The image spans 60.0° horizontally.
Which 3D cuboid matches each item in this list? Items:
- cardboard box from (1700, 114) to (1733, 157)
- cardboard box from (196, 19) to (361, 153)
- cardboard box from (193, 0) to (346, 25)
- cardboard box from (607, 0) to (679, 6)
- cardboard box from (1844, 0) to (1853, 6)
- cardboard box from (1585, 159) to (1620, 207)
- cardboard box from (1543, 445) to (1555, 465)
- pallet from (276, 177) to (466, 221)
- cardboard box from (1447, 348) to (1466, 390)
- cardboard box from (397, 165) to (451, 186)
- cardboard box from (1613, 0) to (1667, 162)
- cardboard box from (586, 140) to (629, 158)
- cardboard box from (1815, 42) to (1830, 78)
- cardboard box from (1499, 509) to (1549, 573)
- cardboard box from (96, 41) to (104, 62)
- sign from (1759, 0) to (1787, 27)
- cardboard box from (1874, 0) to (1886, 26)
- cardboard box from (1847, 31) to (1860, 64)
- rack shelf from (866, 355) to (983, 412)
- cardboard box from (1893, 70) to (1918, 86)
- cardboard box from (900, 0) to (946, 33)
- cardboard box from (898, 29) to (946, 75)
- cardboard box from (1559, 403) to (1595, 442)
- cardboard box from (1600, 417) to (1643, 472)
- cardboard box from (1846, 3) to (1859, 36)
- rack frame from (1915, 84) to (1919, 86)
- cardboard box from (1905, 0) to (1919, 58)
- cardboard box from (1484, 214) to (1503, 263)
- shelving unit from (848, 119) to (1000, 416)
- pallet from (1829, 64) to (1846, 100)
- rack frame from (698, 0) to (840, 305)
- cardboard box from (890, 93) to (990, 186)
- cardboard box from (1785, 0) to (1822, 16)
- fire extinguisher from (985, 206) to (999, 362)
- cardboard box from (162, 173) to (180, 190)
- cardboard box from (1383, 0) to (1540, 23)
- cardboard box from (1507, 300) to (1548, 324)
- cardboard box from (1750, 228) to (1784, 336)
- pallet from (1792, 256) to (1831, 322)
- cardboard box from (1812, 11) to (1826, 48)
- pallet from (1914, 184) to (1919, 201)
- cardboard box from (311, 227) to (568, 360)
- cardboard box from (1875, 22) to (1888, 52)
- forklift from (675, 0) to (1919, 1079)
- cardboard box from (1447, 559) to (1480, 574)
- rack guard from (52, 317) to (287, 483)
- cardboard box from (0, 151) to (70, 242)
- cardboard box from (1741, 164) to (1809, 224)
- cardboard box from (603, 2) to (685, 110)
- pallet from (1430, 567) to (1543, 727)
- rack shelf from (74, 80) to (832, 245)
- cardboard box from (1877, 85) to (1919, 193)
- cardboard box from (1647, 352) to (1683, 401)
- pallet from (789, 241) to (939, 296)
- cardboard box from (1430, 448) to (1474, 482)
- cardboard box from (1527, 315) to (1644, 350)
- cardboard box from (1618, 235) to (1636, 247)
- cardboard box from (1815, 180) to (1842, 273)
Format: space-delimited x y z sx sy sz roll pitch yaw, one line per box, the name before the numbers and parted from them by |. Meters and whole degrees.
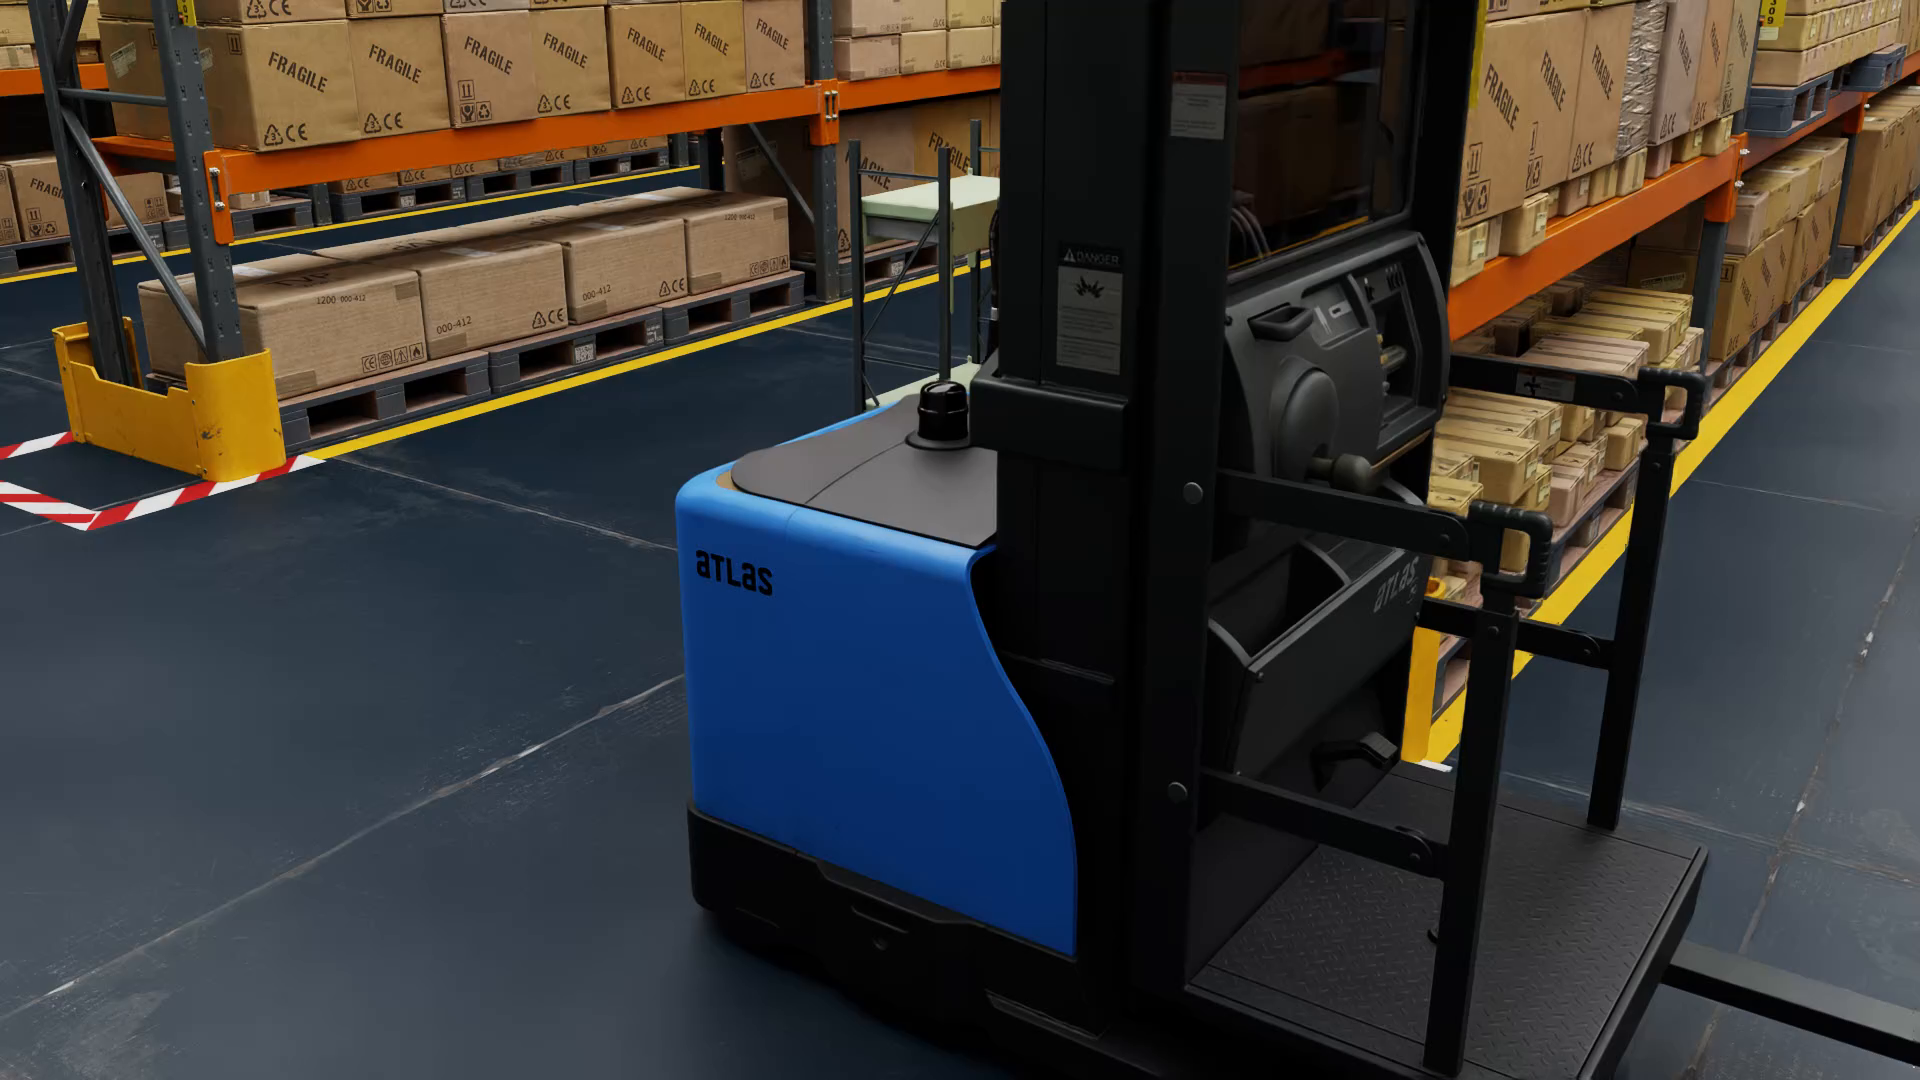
cardboard box | 2.944 -1.677 6.837 0.380 0.149 0.250 13 24 30
cardboard box | -2.926 -1.935 7.028 0.500 0.500 0.500 13 24 31
cardboard box | -2.928 -2.404 6.855 0.500 0.500 0.500 13 24 31
cardboard box | -1.792 -2.989 8.435 0.500 0.500 0.500 14 24 33
cardboard box | 4.151 -2.698 8.134 0.380 0.149 0.250 13 24 31
cardboard box | 2.005 -1.239 5.652 0.380 0.149 0.250 14 25 34
cardboard box | 1.912 -0.357 5.983 0.380 0.149 0.250 15 25 35
pallet | -4.866 -2.854 13.676 1.003 0.211 1.213 13 24 32
cardboard box | 1.701 -0.655 6.357 0.380 0.149 0.250 13 24 32
cardboard box | -4.543 -3.195 13.577 0.500 0.500 0.500 13 24 31
cardboard box | 2.045 -1.575 5.627 0.500 0.500 0.500 13 24 30
cardboard box | -3.394 -3.788 15.180 0.500 0.500 0.500 13 24 31
cardboard box | 3.862 -2.272 7.839 0.380 0.149 0.250 13 24 32
cardboard box | 1.724 -0.033 5.535 0.380 0.149 0.250 14 24 32
cardboard box | -5.807 -3.355 11.374 0.380 0.149 0.250 13 24 31
sign | 3.419 -2.320 6.965 0.100 0.325 0.005 13 24 32
cardboard box | 4.878 -2.929 9.187 0.380 0.149 0.250 13 24 32
cardboard box | 4.441 -2.567 8.639 0.380 0.149 0.250 12 23 29
rack shelf | 0.004 -0.400 6.123 0.431 0.370 0.720 13 24 32
cardboard box | 7.874 -3.680 14.348 0.875 0.875 0.875 14 24 33
cardboard box | -0.435 -3.344 10.478 0.500 0.250 0.500 14 24 33
cardboard box | -0.430 -3.107 10.557 0.500 0.250 0.500 13 24 31
cardboard box | 2.016 -0.474 5.870 0.380 0.149 0.250 14 24 33
cardboard box | 2.445 -0.401 6.530 0.380 0.149 0.250 13 24 32
cardboard box | 4.301 -2.637 8.398 0.380 0.149 0.250 13 24 31
rack frame | 7.463 -4.313 13.601 1.000 3.000 0.127 13 24 32
cardboard box | 6.539 -3.722 11.859 0.500 0.500 0.500 13 24 31
cardboard box | 1.279 -0.862 4.634 0.380 0.149 0.250 14 25 34
shelving unit | 0.004 -0.705 6.010 0.431 1.500 0.755 13 24 32
pallet | 4.135 -2.499 8.974 1.003 0.211 1.213 13 24 32
rack frame | -1.185 -2.954 9.927 1.000 3.000 0.127 13 24 32
cardboard box | -0.401 -2.608 11.450 0.875 0.875 0.875 14 25 33
cardboard box | 3.567 -2.399 7.326 0.380 0.149 0.250 15 25 35
fire extinguisher | 0.194 -0.676 4.419 0.296 0.674 0.183 13 24 32
cardboard box | -5.859 -2.713 12.547 0.500 0.311 0.500 14 25 34
cardboard box | 1.189 -1.602 4.259 0.500 0.500 0.500 13 24 31
cardboard box | 2.295 -0.948 7.151 0.380 0.149 0.250 13 24 31
cardboard box | 3.896 -1.354 8.601 0.500 0.500 0.500 15 25 34
pallet | 4.774 -1.633 10.377 1.003 0.211 1.213 13 24 32
cardboard box | 3.711 -2.334 7.580 0.380 0.149 0.250 13 24 31
pallet | 7.955 -3.208 14.633 1.003 0.211 1.213 13 24 32
cardboard box | -2.638 -1.275 8.475 0.875 0.438 0.875 14 25 33
cardboard box | 5.032 -2.868 9.452 0.380 0.149 0.250 14 24 33
forklift | 0.880 -0.336 2.950 3.031 2.935 1.130 14 24 32
cardboard box | 1.424 -0.037 5.117 0.380 0.149 0.250 13 24 32
rack guard | -3.447 -0.627 7.239 1.175 0.500 0.348 13 24 32
cardboard box | -6.226 -2.325 11.223 0.500 0.500 0.500 14 24 33
cardboard box | 4.187 -1.853 8.868 0.500 0.250 0.500 14 25 34
cardboard box | -1.790 -2.522 8.615 0.500 0.500 0.500 13 24 31
pallet | 1.246 0.190 5.447 1.003 0.211 1.213 13 24 32
rack shelf | -2.309 -2.043 8.500 1.077 0.370 4.000 13 24 32
cardboard box | 7.188 -3.259 13.389 1.050 0.750 0.750 13 24 32
cardboard box | 2.774 -0.704 6.920 0.380 0.149 0.250 12 24 30
pallet | -0.814 -1.882 11.049 1.003 0.211 1.213 13 24 32
cardboard box | 1.348 -0.195 5.116 0.380 0.149 0.250 14 24 33
cardboard box | 2.526 -0.790 6.725 0.380 0.149 0.250 14 25 34
cardboard box | 3.175 -1.657 8.337 0.500 0.250 0.500 13 24 30
cardboard box | 5.060 -1.950 10.211 0.500 0.500 0.500 13 24 32
